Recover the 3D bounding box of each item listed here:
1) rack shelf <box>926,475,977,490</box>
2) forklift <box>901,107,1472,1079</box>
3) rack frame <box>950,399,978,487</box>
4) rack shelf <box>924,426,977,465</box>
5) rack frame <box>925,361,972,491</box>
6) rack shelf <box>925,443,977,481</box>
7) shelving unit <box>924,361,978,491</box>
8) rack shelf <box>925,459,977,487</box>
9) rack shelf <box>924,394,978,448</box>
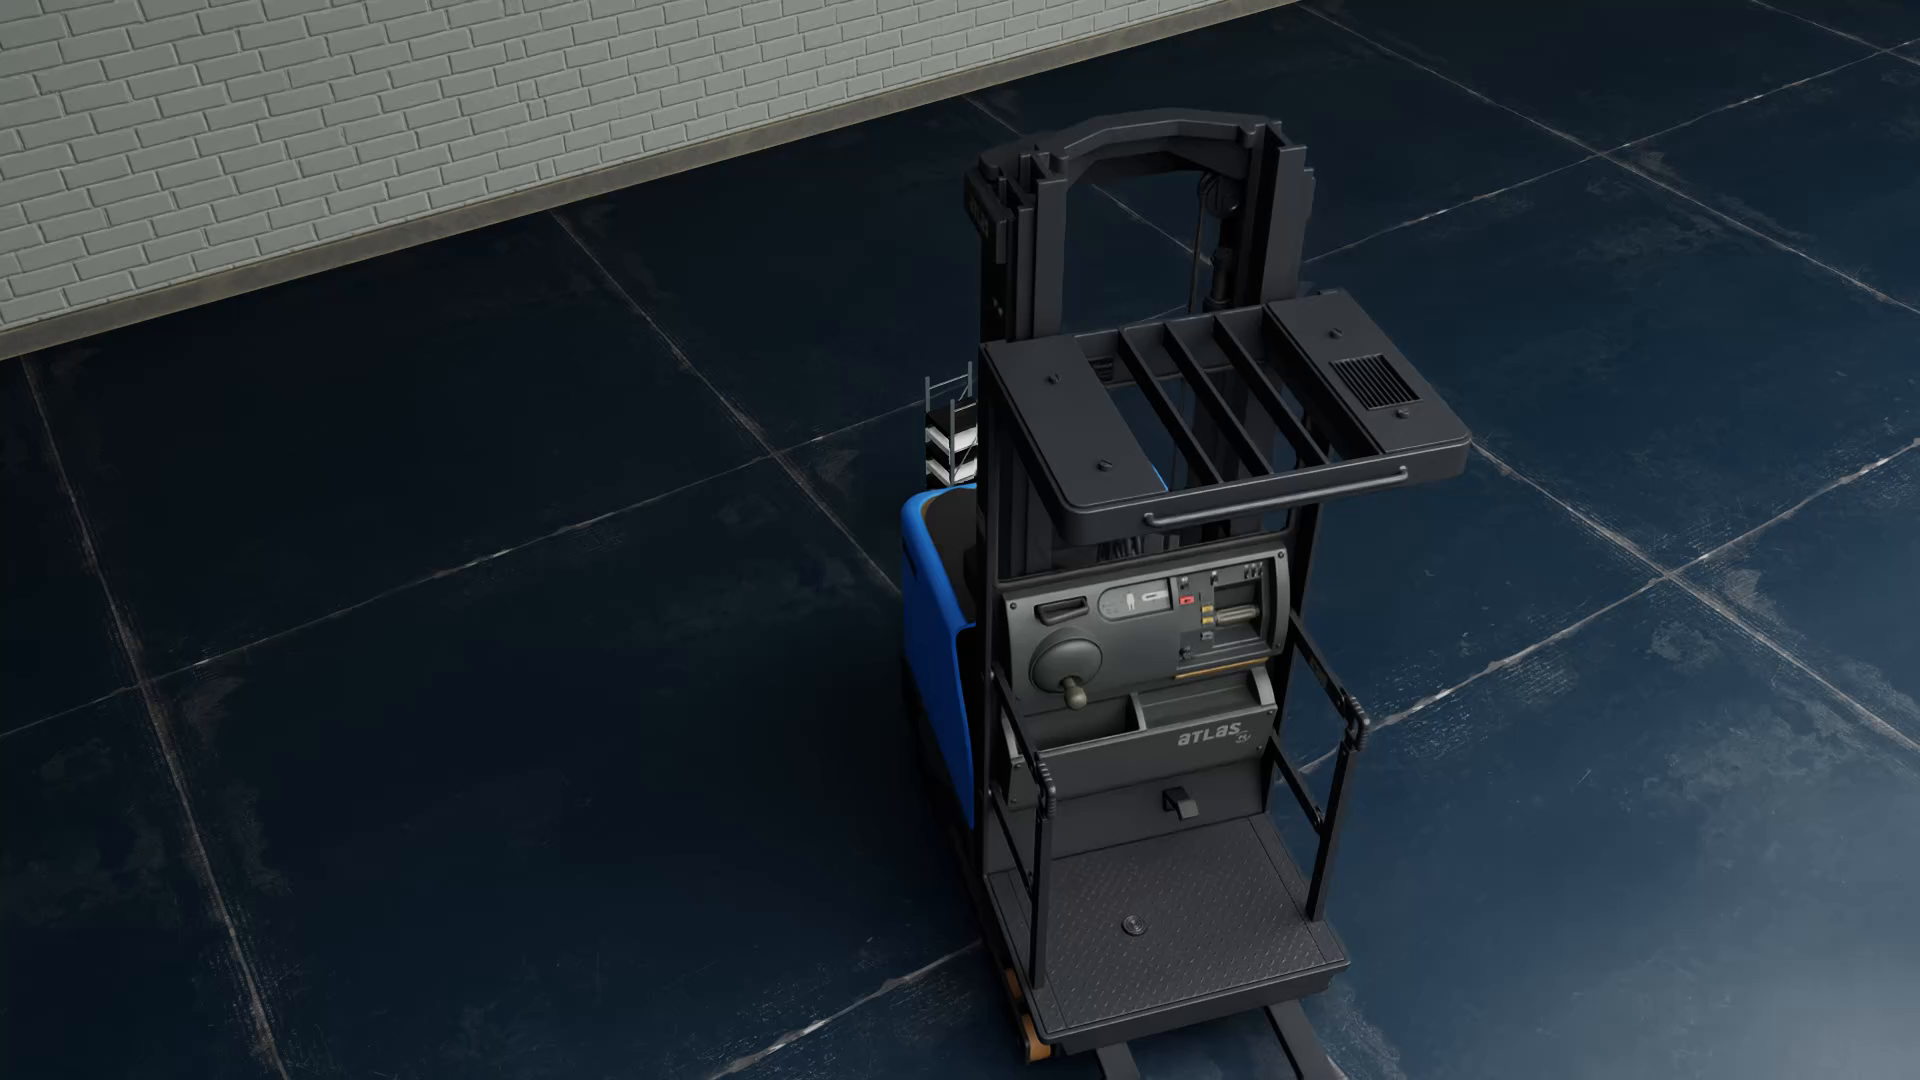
[{"bbox_3d":[0.004,-0.247,7.536,0.258,0.077,0.200,-22,45,-24],"label":"rack shelf"},{"bbox_3d":[0.653,0.351,5.040,1.130,2.935,3.031,-10,41,-12],"label":"forklift"},{"bbox_3d":[0.059,-0.286,7.391,0.240,0.900,0.006,-22,45,-24],"label":"rack frame"},{"bbox_3d":[0.004,-0.454,7.363,0.258,0.077,0.200,-22,45,-24],"label":"rack shelf"},{"bbox_3d":[-0.050,-0.396,7.523,0.240,0.900,0.006,-22,45,-24],"label":"rack frame"},{"bbox_3d":[0.004,-0.385,7.420,0.258,0.077,0.200,-22,45,-24],"label":"rack shelf"},{"bbox_3d":[0.004,-0.341,7.457,0.258,0.900,0.210,-22,45,-24],"label":"shelving unit"},{"bbox_3d":[0.004,-0.316,7.478,0.258,0.077,0.200,-22,45,-24],"label":"rack shelf"},{"bbox_3d":[0.004,-0.523,7.305,0.258,0.077,0.200,-22,45,-24],"label":"rack shelf"}]
